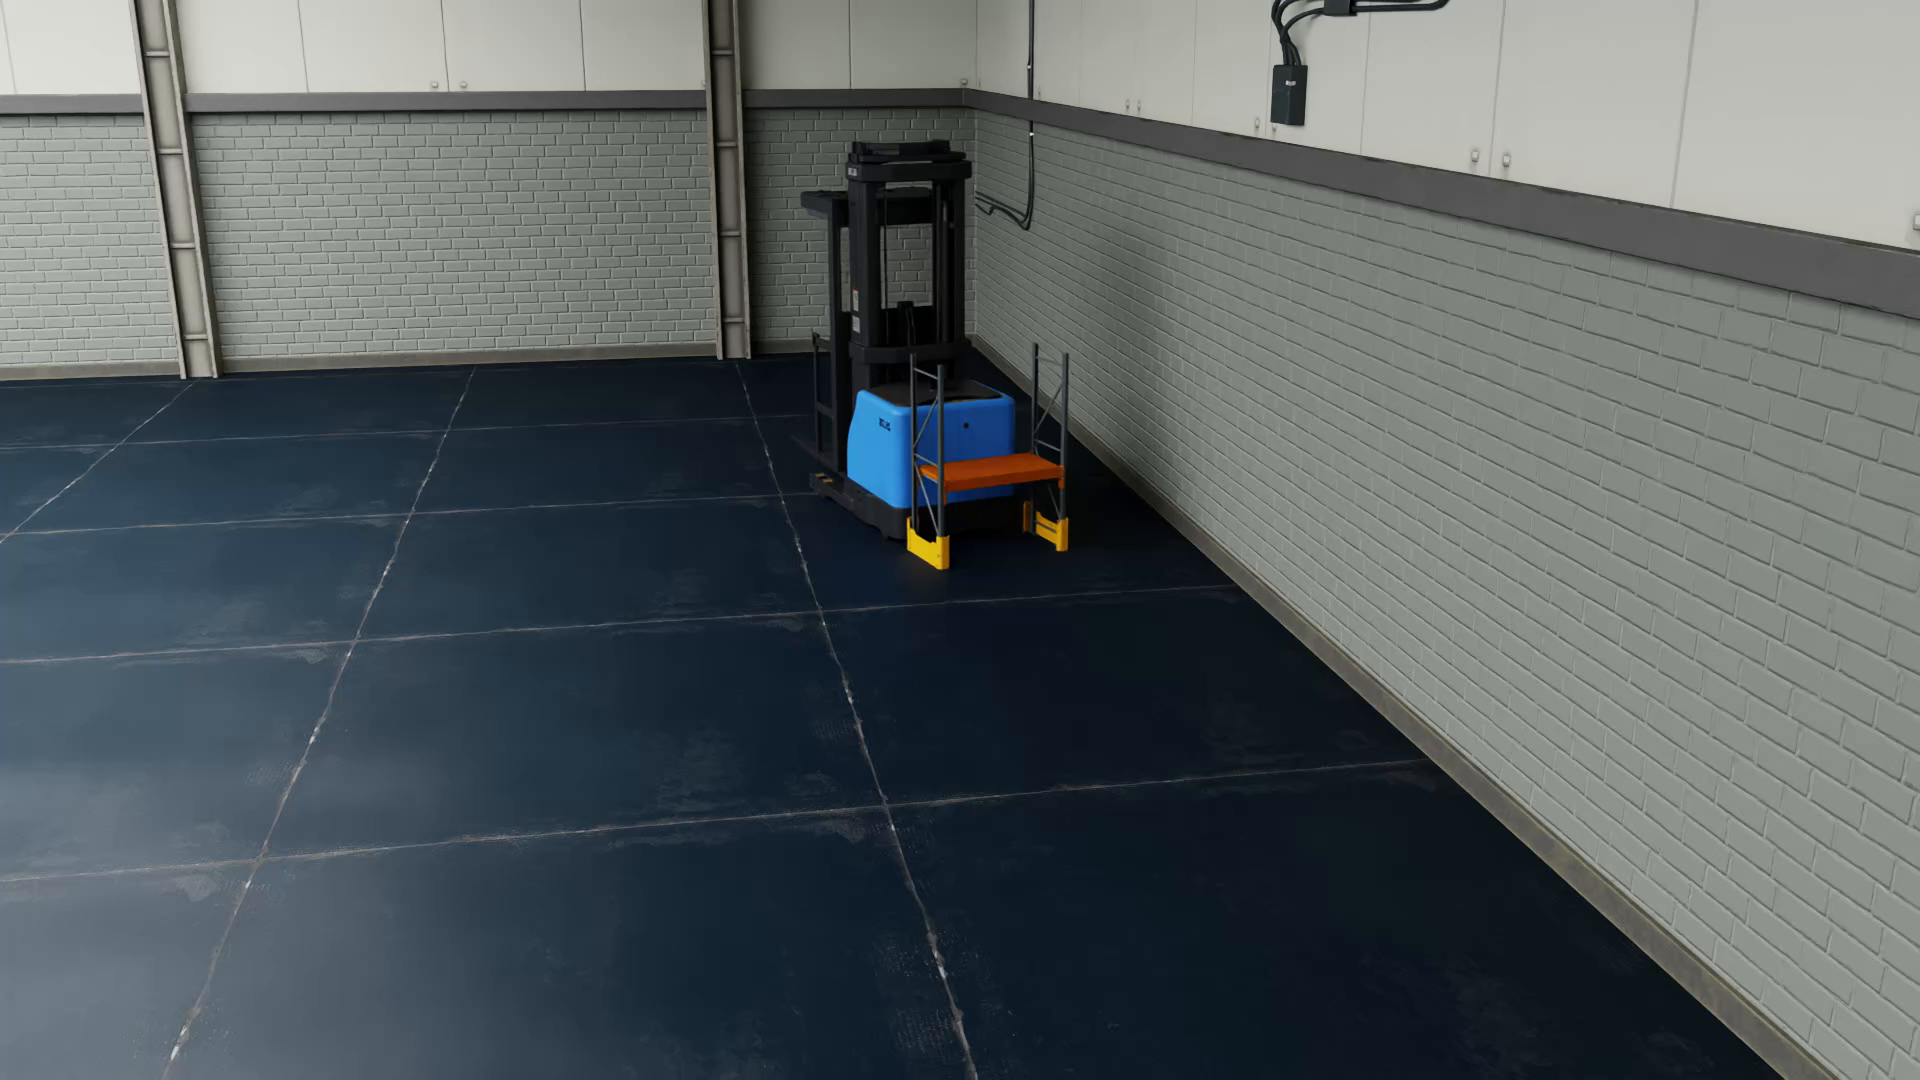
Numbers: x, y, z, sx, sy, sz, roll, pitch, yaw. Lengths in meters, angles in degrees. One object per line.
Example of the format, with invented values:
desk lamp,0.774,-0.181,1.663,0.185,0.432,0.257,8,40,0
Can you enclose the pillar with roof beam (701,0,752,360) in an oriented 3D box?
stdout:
pillar with roof beam,-1.899,-5.265,14.627,0.400,9.000,9.100,-3,17,-10

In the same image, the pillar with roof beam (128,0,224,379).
pillar with roof beam,-7.790,-4.931,13.539,0.400,9.000,9.100,-3,17,-10

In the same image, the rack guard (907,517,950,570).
rack guard,-0.237,0.021,12.317,0.087,0.250,0.587,-8,19,-25

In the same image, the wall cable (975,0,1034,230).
wall cable,0.428,-4.805,18.416,0.112,2.526,3.097,-3,17,-10

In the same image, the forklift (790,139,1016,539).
forklift,-0.629,-1.796,13.667,1.130,2.935,3.031,-8,19,-23

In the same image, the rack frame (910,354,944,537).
rack frame,-0.238,-0.576,12.133,0.032,1.500,0.500,-8,19,-25

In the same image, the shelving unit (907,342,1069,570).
shelving unit,0.209,-0.642,12.346,1.083,1.500,0.587,-8,19,-25

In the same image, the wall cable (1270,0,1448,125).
wall cable,2.213,-5.177,8.548,0.169,6.003,2.305,-3,17,-10

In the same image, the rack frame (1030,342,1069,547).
rack frame,0.672,-0.709,12.567,0.032,1.500,0.500,-8,19,-25

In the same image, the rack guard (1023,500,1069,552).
rack guard,0.654,-0.109,12.743,0.087,0.250,0.587,-8,19,-25

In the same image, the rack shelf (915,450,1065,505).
rack shelf,0.217,-0.471,12.403,1.000,0.185,0.538,-8,19,-25
